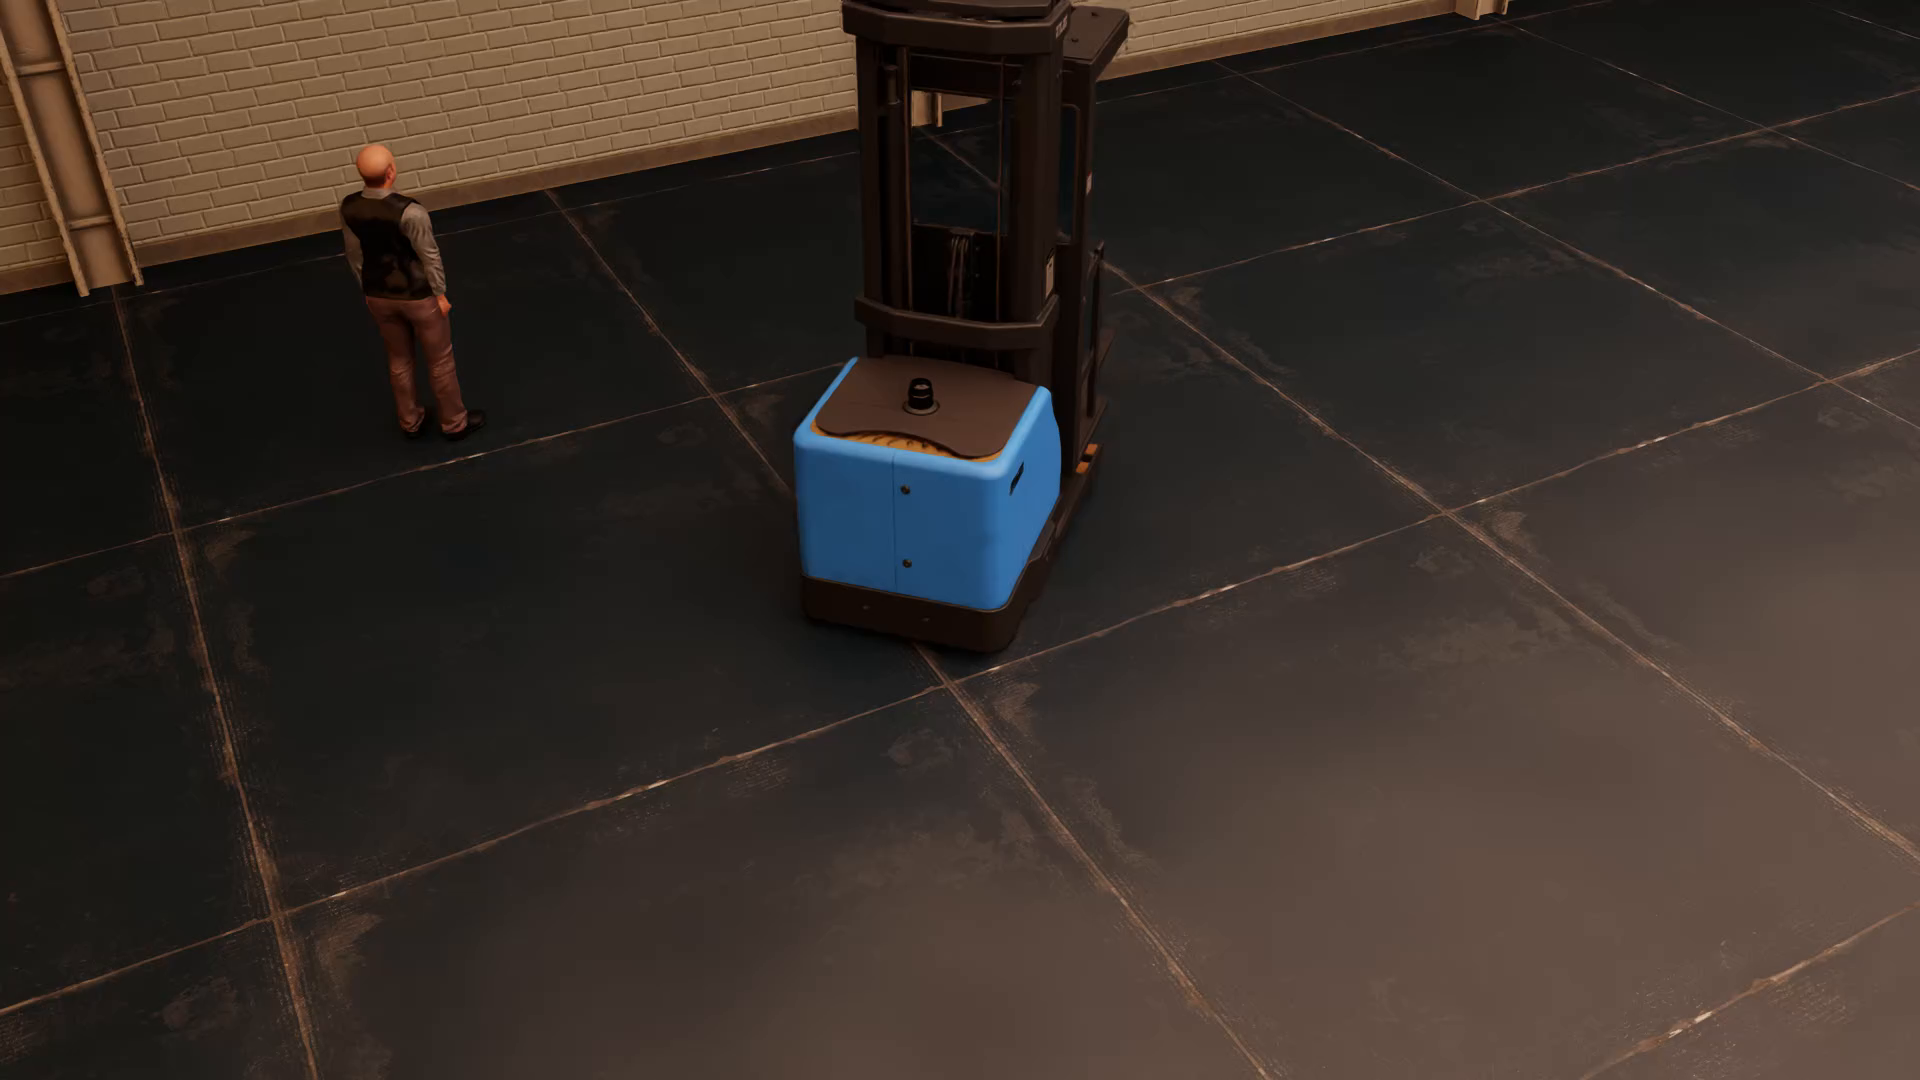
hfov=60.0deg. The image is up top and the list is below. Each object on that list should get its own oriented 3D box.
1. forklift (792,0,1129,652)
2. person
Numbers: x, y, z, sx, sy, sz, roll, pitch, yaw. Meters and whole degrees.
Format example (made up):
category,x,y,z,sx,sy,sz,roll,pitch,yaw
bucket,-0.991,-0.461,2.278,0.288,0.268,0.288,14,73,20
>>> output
category,x,y,z,sx,sy,sz,roll,pitch,yaw
forklift,0.157,-1.520,8.274,1.130,2.935,3.031,10,37,14
person,-3.015,-1.337,9.064,0.525,1.725,0.371,6,36,9
